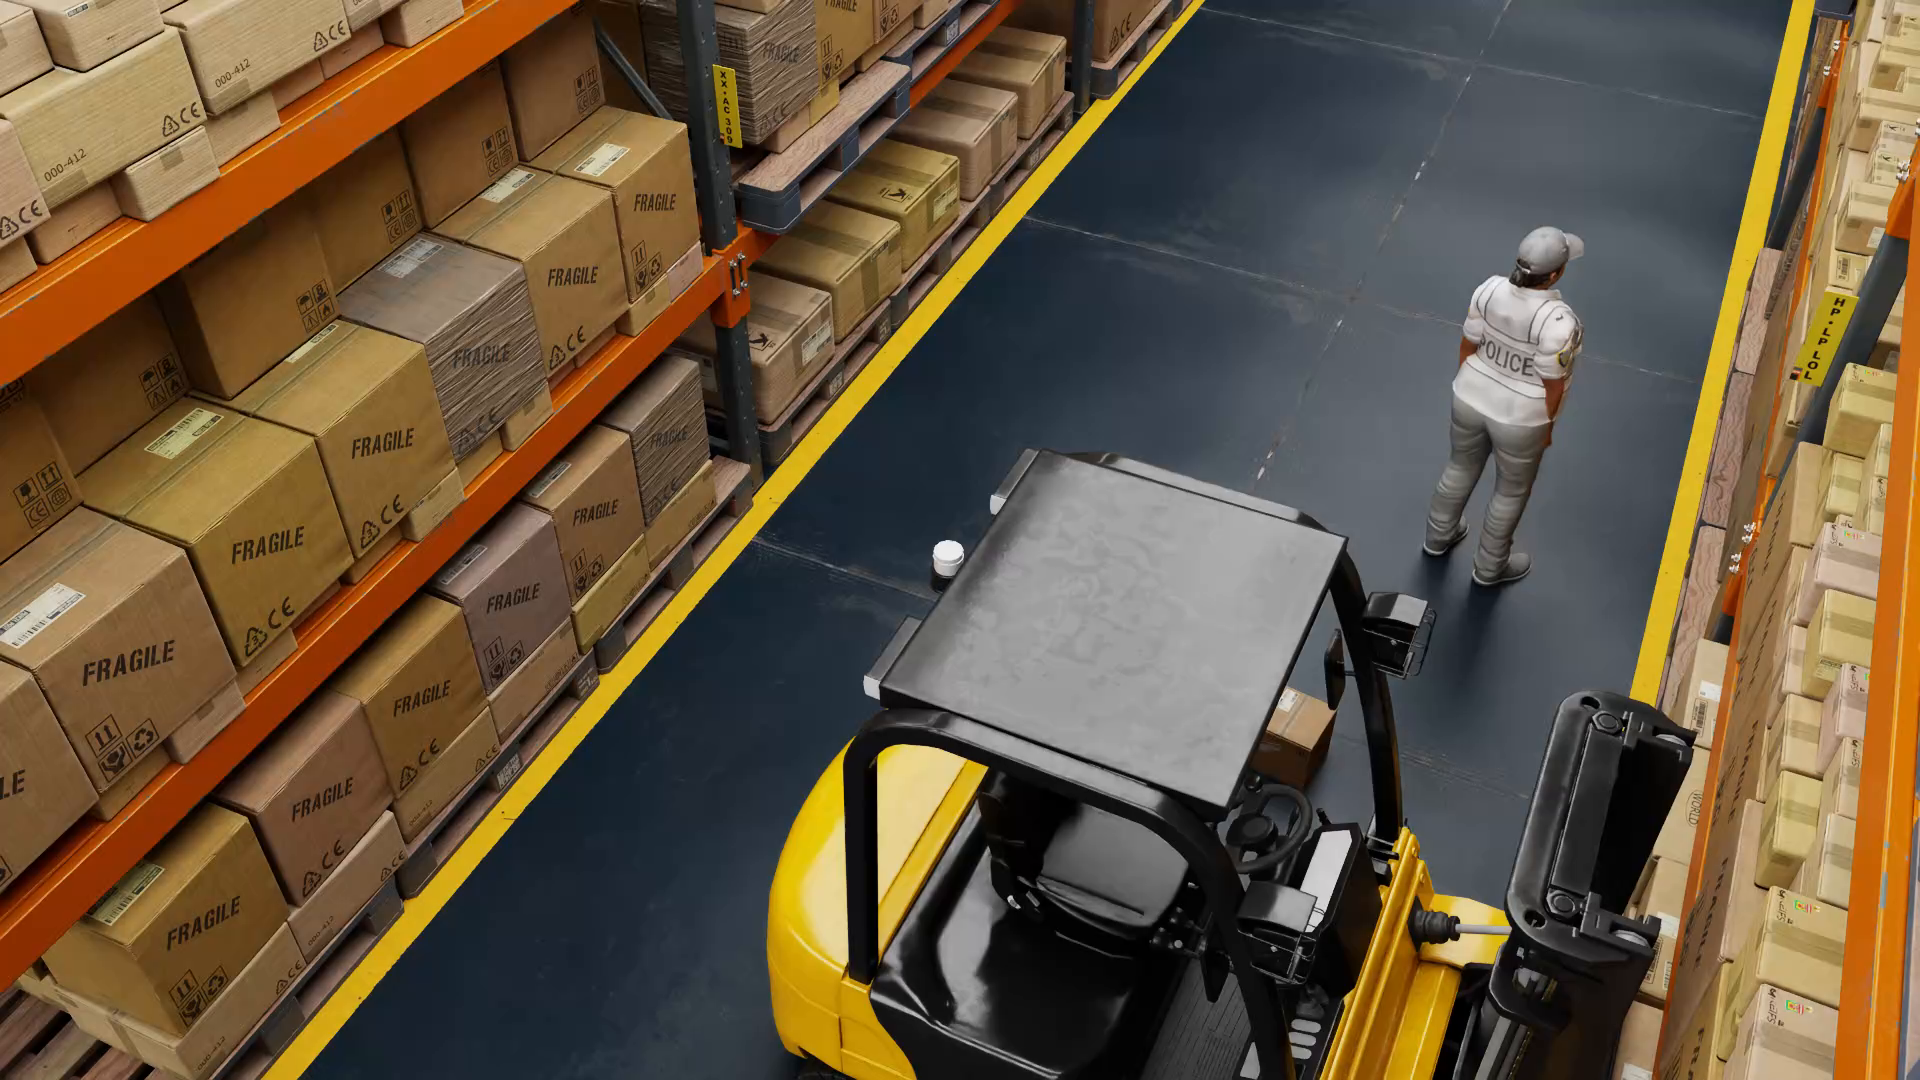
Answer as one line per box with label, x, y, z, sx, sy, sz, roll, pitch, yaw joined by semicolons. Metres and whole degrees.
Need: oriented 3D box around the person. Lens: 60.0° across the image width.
person;2.224;-0.536;6.751;0.388;1.667;0.481;-30;50;-29
